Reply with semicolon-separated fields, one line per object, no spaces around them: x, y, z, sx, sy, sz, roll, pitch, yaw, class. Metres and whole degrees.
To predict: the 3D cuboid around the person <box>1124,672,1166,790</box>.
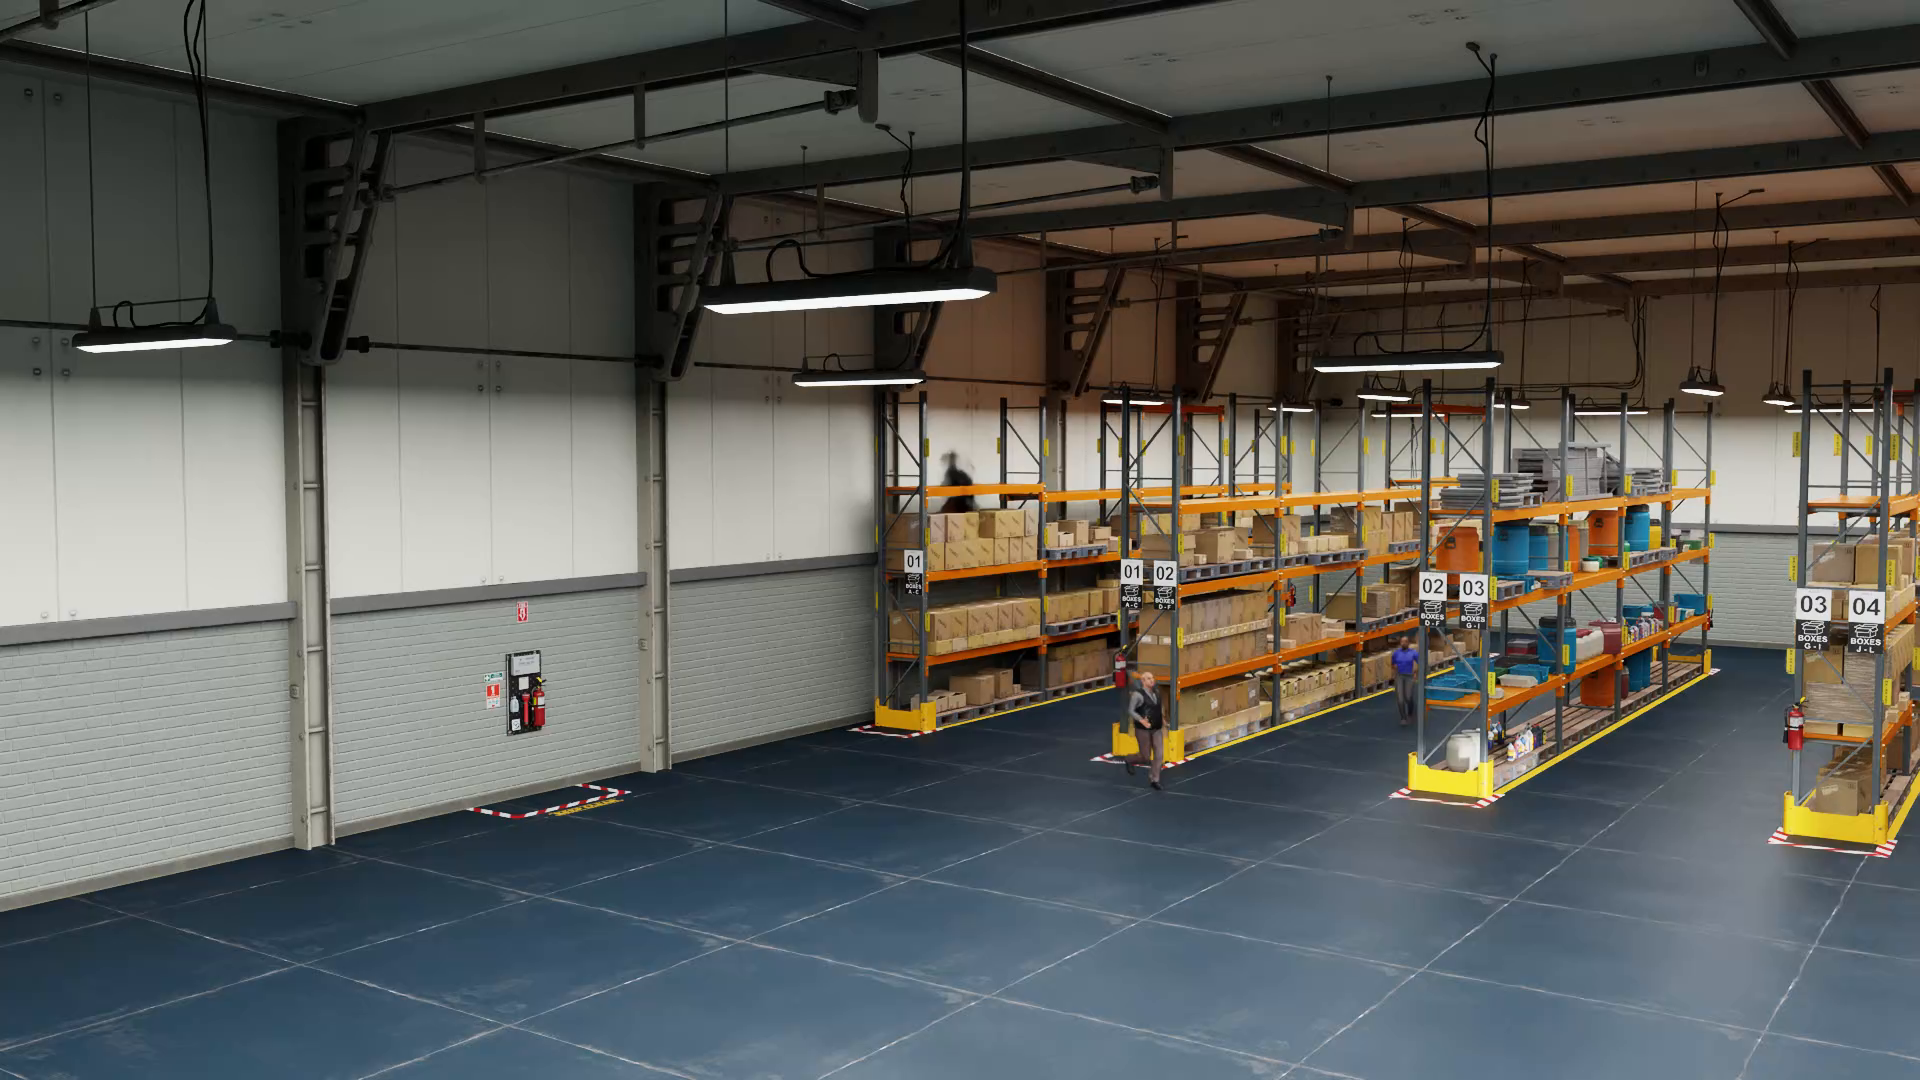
2.759;2.801;24.555;0.675;1.710;0.810;-2;4;-31;person

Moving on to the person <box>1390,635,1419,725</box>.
7.978;2.528;29.815;0.563;1.618;0.572;1;3;25;person
